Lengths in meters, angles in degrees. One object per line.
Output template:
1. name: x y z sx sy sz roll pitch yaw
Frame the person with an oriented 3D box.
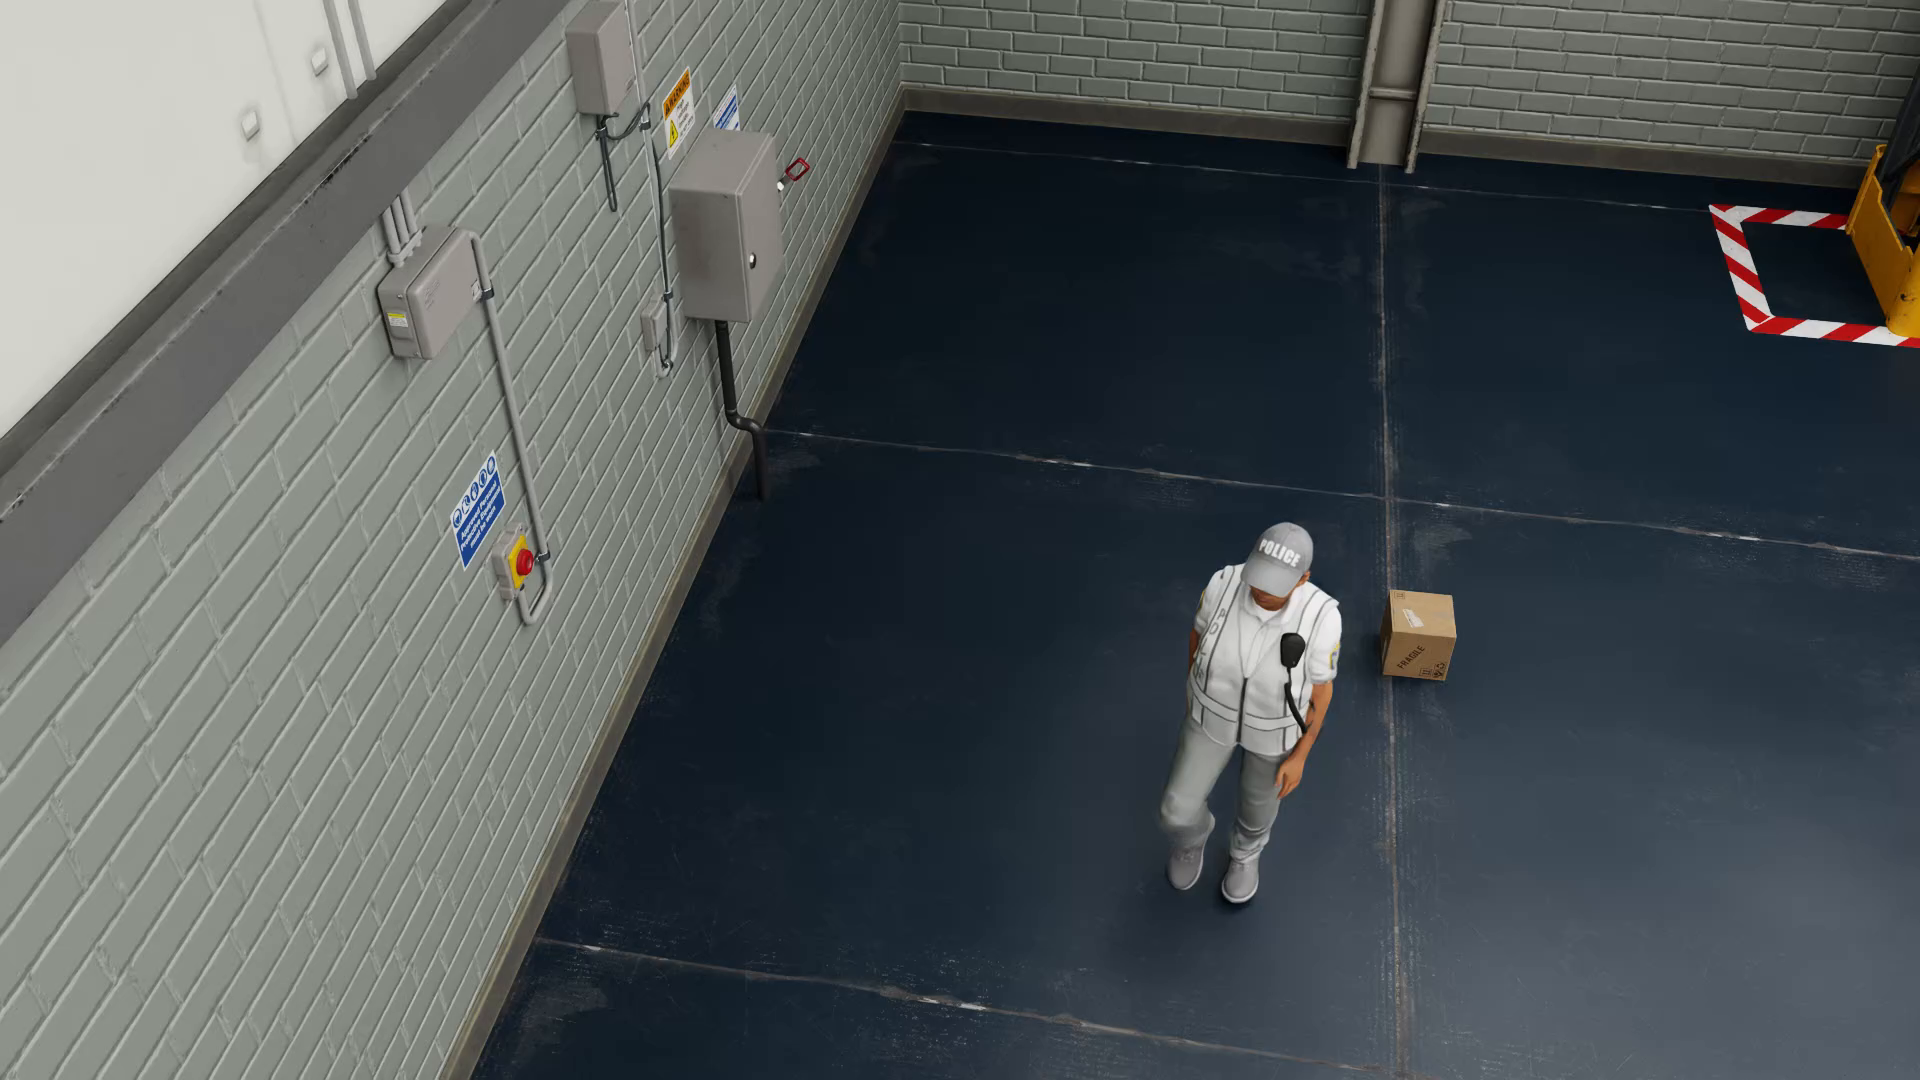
1. person: 0.936 0.621 5.430 0.486 1.698 0.458 15 43 17
